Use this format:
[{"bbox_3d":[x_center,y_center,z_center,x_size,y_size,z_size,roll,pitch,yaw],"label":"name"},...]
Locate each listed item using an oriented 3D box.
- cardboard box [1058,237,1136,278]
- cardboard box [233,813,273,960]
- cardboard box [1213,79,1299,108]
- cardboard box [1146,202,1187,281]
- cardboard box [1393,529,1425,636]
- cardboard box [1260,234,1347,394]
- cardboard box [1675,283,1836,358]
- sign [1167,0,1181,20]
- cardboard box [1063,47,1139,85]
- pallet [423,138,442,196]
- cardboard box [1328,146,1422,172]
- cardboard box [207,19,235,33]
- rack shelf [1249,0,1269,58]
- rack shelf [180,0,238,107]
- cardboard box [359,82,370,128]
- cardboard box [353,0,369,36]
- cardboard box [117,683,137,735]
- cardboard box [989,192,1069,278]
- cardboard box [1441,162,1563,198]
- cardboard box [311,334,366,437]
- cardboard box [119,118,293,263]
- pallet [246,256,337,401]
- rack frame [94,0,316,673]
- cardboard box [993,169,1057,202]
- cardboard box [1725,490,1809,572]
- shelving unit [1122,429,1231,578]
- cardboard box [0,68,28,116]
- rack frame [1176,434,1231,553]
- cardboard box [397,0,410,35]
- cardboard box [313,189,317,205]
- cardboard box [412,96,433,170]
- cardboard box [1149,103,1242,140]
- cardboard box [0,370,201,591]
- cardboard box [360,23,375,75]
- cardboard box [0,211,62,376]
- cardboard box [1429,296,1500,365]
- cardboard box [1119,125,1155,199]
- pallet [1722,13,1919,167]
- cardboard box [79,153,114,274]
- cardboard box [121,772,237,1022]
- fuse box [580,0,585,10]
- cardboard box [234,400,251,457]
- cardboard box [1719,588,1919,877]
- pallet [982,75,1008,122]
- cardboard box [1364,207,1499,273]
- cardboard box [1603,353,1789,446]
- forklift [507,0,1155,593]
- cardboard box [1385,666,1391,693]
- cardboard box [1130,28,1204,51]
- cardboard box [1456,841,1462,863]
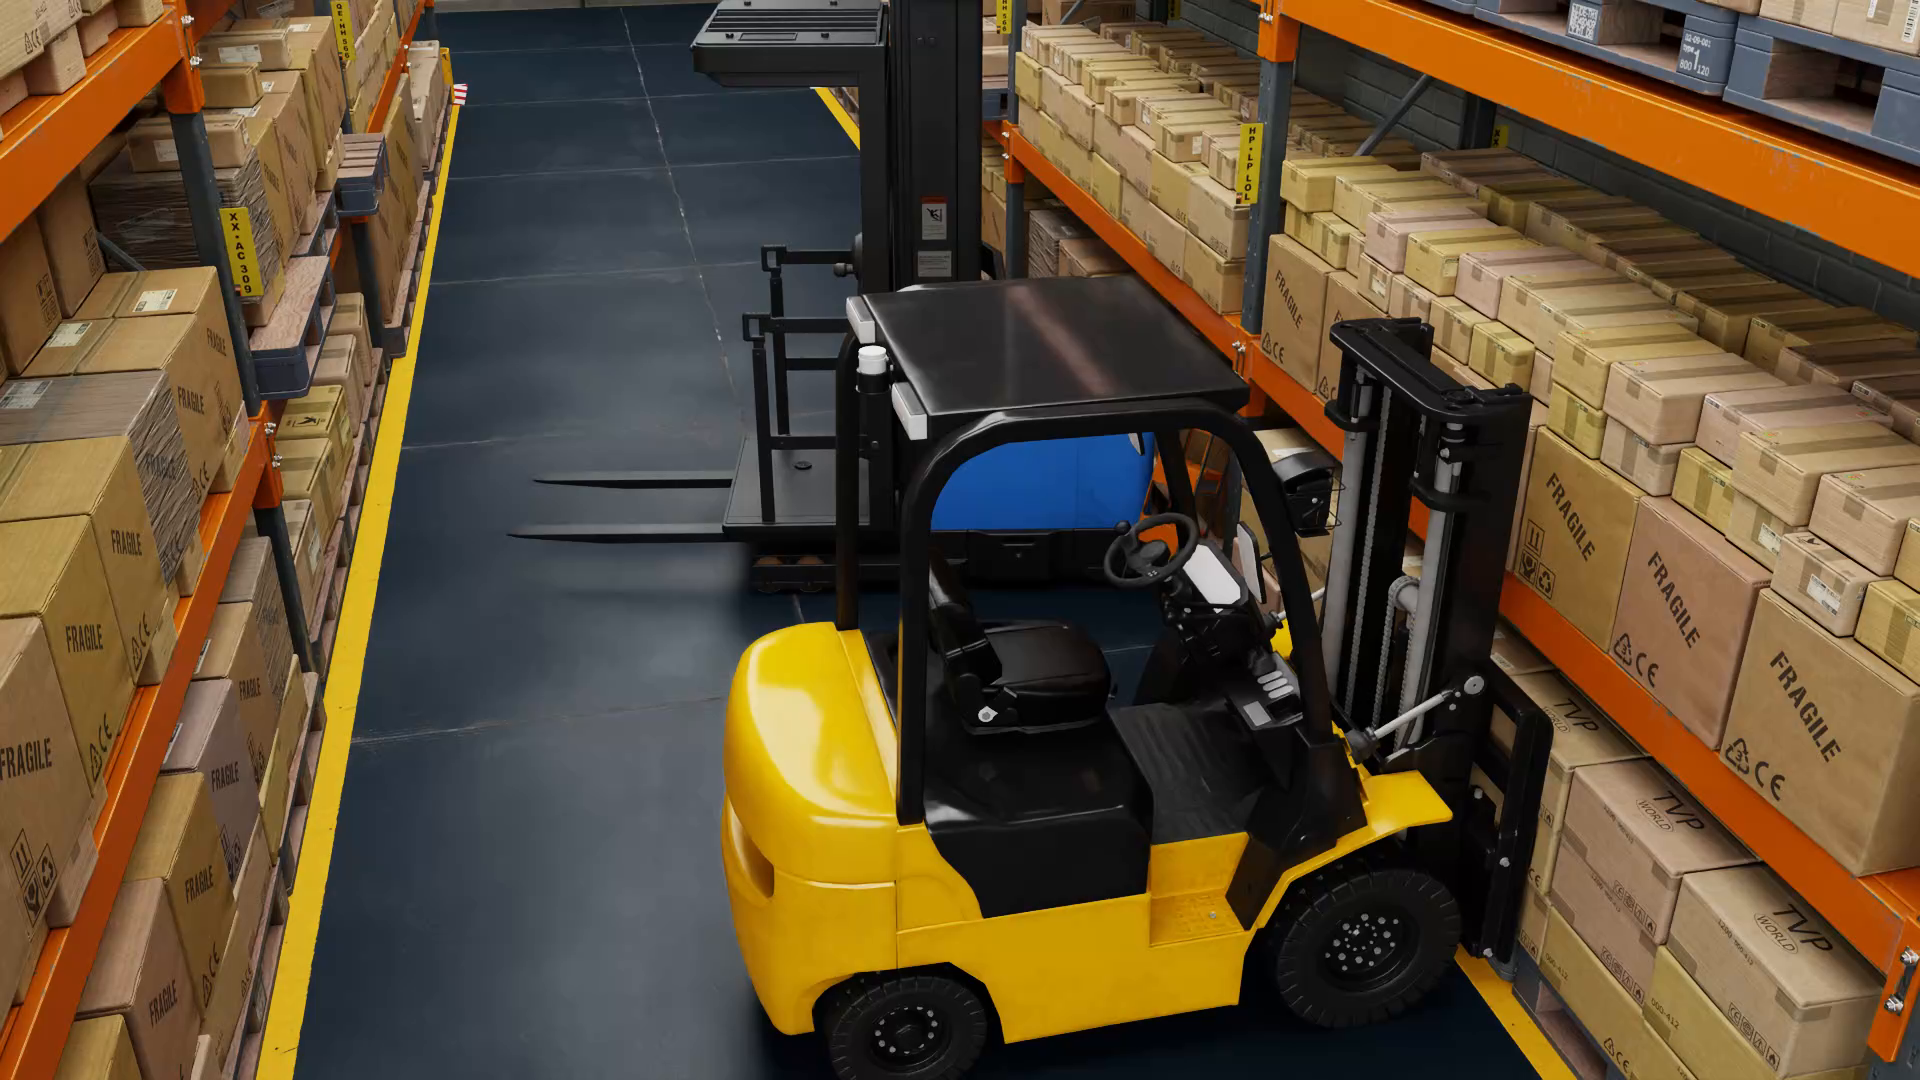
[{"bbox_3d":[1.084,-1.424,9.912,0.875,0.625,0.625,-5,27,-10],"label":"cardboard box"},{"bbox_3d":[-2.497,1.132,5.263,0.500,0.250,0.500,-6,27,-11],"label":"cardboard box"},{"bbox_3d":[1.534,-2.286,8.620,0.380,0.149,0.250,-6,27,-11],"label":"cardboard box"},{"bbox_3d":[1.216,-1.450,7.960,0.500,0.250,0.500,-6,27,-12],"label":"cardboard box"},{"bbox_3d":[1.735,0.179,6.043,0.500,0.250,0.500,-5,27,-10],"label":"cardboard box"},{"bbox_3d":[1.548,-0.925,6.643,0.500,0.500,0.500,-7,28,-13],"label":"cardboard box"},{"bbox_3d":[2.416,-0.664,5.076,0.380,0.149,0.250,-6,27,-11],"label":"cardboard box"},{"bbox_3d":[1.341,-3.433,10.437,0.100,0.325,0.005,-6,27,-12],"label":"sign"},{"bbox_3d":[0.802,-2.682,9.403,0.380,0.149,0.250,-6,27,-11],"label":"cardboard box"},{"bbox_3d":[-5.030,-3.205,14.366,1.003,0.211,1.213,-6,27,-12],"label":"pallet"},{"bbox_3d":[1.833,-1.612,7.285,0.380,0.149,0.250,-7,28,-13],"label":"cardboard box"},{"bbox_3d":[-4.158,-2.496,8.960,0.500,0.500,0.500,-7,28,-13],"label":"cardboard box"},{"bbox_3d":[1.252,-2.998,8.330,1.077,0.370,4.000,-6,27,-12],"label":"rack shelf"},{"bbox_3d":[-3.583,-2.492,7.328,1.077,0.370,4.000,-6,27,-12],"label":"rack shelf"},{"bbox_3d":[-4.032,-2.749,10.535,0.500,0.250,0.500,-7,28,-13],"label":"cardboard box"},{"bbox_3d":[-4.129,-3.530,10.695,0.500,0.500,0.500,-5,27,-10],"label":"cardboard box"},{"bbox_3d":[-2.409,0.413,4.382,0.380,0.149,0.250,-7,28,-13],"label":"cardboard box"},{"bbox_3d":[0.497,-2.093,11.377,0.500,0.500,0.500,-5,27,-10],"label":"cardboard box"},{"bbox_3d":[2.085,-1.345,6.425,0.380,0.149,0.250,-7,28,-13],"label":"cardboard box"},{"bbox_3d":[-3.742,-0.795,8.946,0.950,0.372,0.625,-6,27,-13],"label":"cardboard box"},{"bbox_3d":[-3.072,-1.416,6.819,0.500,0.500,0.500,-6,27,-11],"label":"cardboard box"},{"bbox_3d":[-3.163,-0.861,6.840,1.003,0.211,1.213,-6,27,-12],"label":"pallet"},{"bbox_3d":[-3.132,-0.596,6.103,1.000,3.000,0.127,-6,27,-12],"label":"rack frame"},{"bbox_3d":[0.443,-2.410,11.285,0.380,0.149,0.250,-7,28,-14],"label":"cardboard box"},{"bbox_3d":[2.168,-0.033,4.156,0.380,0.149,0.250,-5,27,-11],"label":"cardboard box"},{"bbox_3d":[1.023,-0.242,7.545,0.252,1.050,0.215,25,16,40],"label":"shelving unit"},{"bbox_3d":[-2.570,-1.140,4.130,0.380,0.149,0.250,-5,27,-10],"label":"cardboard box"},{"bbox_3d":[1.108,-0.202,7.467,0.008,1.050,0.200,25,16,40],"label":"rack frame"},{"bbox_3d":[-4.786,-4.386,13.499,0.500,0.500,0.500,-5,27,-10],"label":"cardboard box"},{"bbox_3d":[-3.304,-1.636,7.974,0.380,0.149,0.250,-7,28,-13],"label":"cardboard box"},{"bbox_3d":[-4.972,-3.439,14.111,0.875,0.438,0.875,-6,27,-12],"label":"cardboard box"},{"bbox_3d":[1.143,-2.011,8.075,0.380,0.149,0.250,-7,28,-13],"label":"cardboard box"},{"bbox_3d":[-2.546,-0.151,4.780,0.500,0.500,0.500,-5,27,-10],"label":"cardboard box"},{"bbox_3d":[-4.123,-3.203,10.879,0.500,0.250,0.500,-6,27,-12],"label":"cardboard box"},{"bbox_3d":[-3.151,-0.779,4.913,0.700,0.500,0.500,-6,27,-11],"label":"cardboard box"},{"bbox_3d":[1.779,-0.705,5.487,0.380,0.149,0.250,-7,28,-13],"label":"cardboard box"},{"bbox_3d":[1.111,-1.898,8.293,0.500,0.250,0.500,-5,27,-11],"label":"cardboard box"},{"bbox_3d":[2.470,-0.959,3.590,1.003,0.211,1.213,-6,27,-12],"label":"pallet"},{"bbox_3d":[-3.460,-1.141,6.274,0.500,0.500,0.500,-6,27,-13],"label":"cardboard box"},{"bbox_3d":[-2.376,1.022,4.649,0.500,0.500,0.500,-5,27,-11],"label":"cardboard box"},{"bbox_3d":[-5.051,-7.912,22.026,0.539,1.711,0.414,-6,27,-12],"label":"fuse box"},{"bbox_3d":[-2.763,-0.374,5.941,0.380,0.149,0.250,-6,27,-12],"label":"cardboard box"},{"bbox_3d":[2.238,0.420,3.978,0.500,0.500,0.500,-7,28,-13],"label":"cardboard box"},{"bbox_3d":[0.580,-3.063,11.202,1.213,0.211,1.003,-6,27,-12],"label":"pallet"},{"bbox_3d":[1.657,-1.059,5.858,0.380,0.149,0.250,-5,27,-10],"label":"cardboard box"},{"bbox_3d":[1.997,-0.386,4.525,0.380,0.149,0.250,-5,27,-10],"label":"cardboard box"},{"bbox_3d":[-0.625,-1.302,7.576,3.031,2.935,1.130,-1,27,-1],"label":"forklift"},{"bbox_3d":[1.729,0.401,6.157,0.500,0.250,0.500,-6,27,-12],"label":"cardboard box"},{"bbox_3d":[1.240,-2.966,9.967,0.380,0.149,0.250,-5,27,-10],"label":"cardboard box"},{"bbox_3d":[1.845,0.854,5.814,0.500,0.250,0.500,-5,27,-10],"label":"cardboard box"}]
